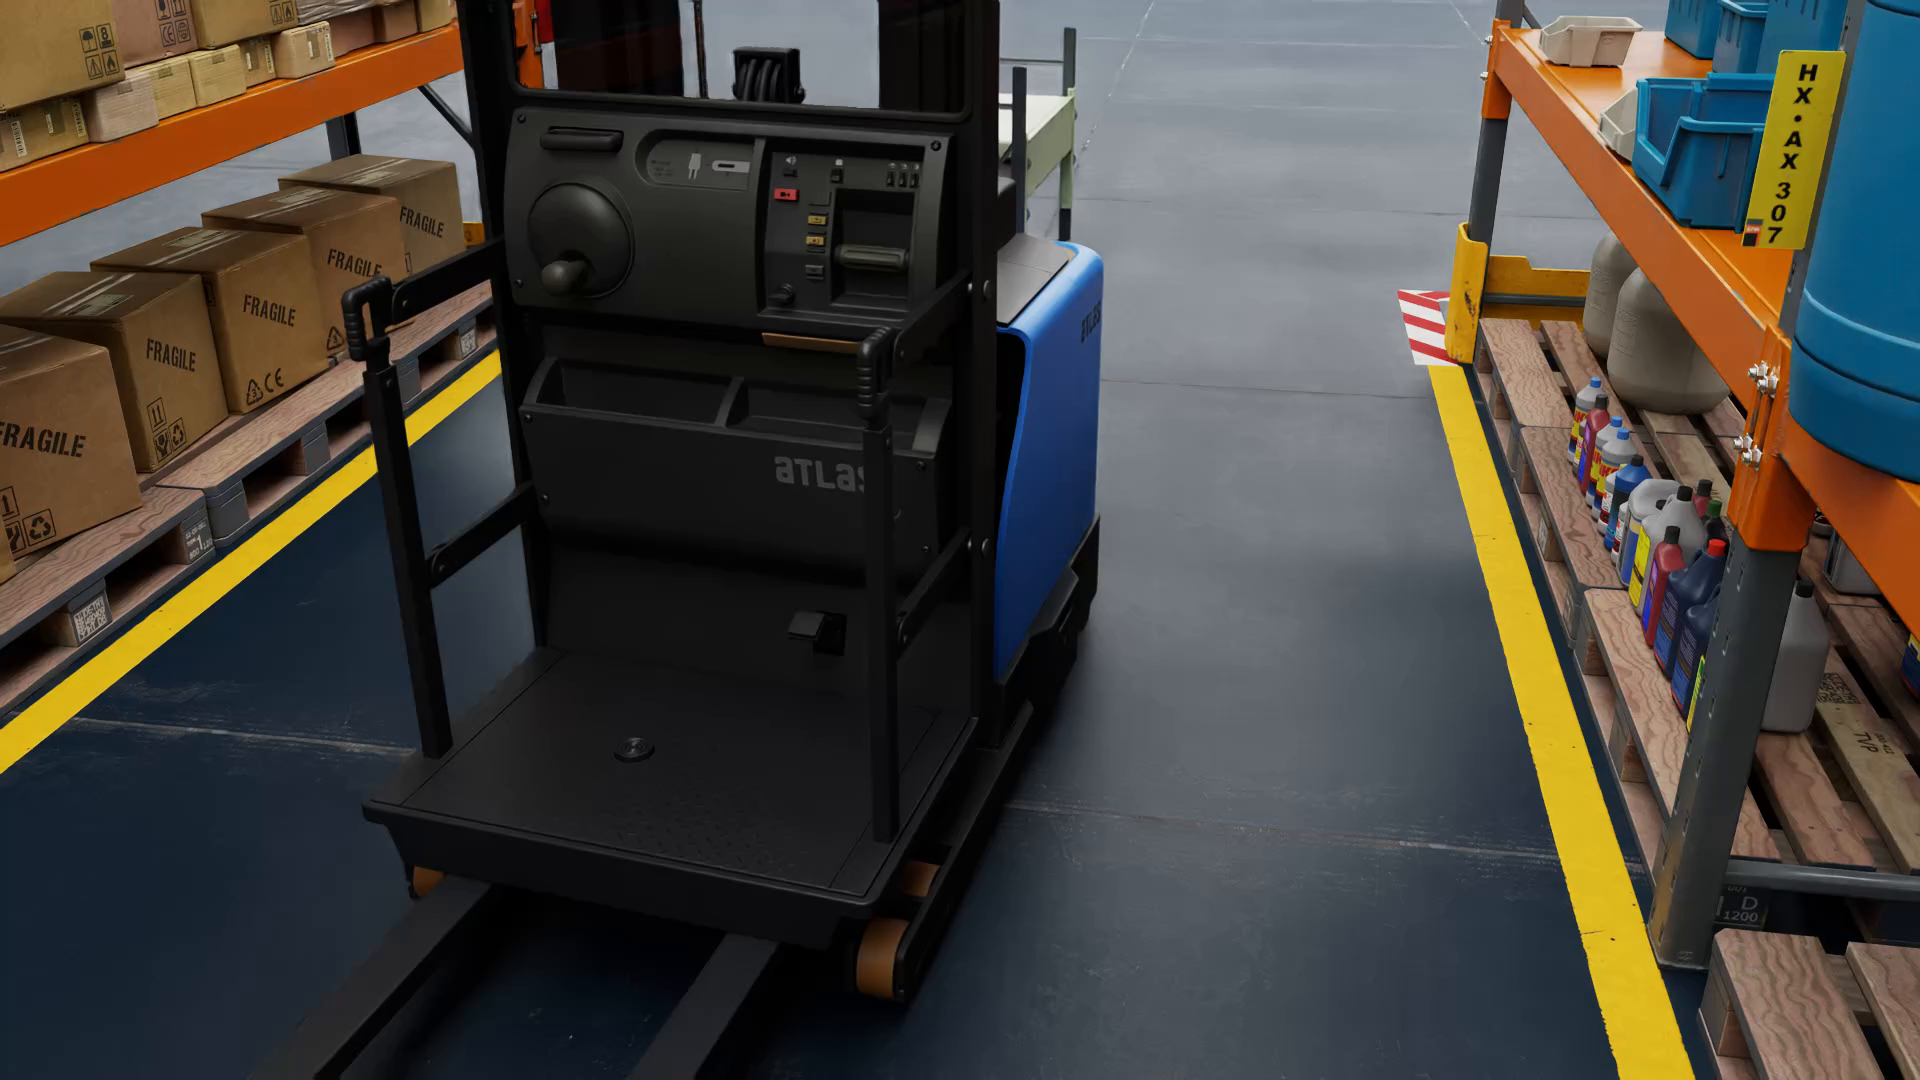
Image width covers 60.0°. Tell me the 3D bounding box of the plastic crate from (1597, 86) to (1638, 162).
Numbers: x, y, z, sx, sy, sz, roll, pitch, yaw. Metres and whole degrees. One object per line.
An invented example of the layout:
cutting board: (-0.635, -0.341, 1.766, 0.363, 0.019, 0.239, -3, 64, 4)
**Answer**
plastic crate: (1.939, -1.054, 4.274, 0.530, 0.136, 0.437, 4, 25, 9)

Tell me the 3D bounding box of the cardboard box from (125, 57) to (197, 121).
cardboard box: (-2.451, -1.299, 4.784, 0.380, 0.149, 0.250, 4, 25, 9)

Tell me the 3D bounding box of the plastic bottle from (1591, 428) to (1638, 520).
plastic bottle: (1.901, -0.191, 4.819, 0.097, 0.271, 0.097, 0, 25, 0)

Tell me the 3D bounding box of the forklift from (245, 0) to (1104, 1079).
forklift: (-0.534, -0.605, 3.085, 1.130, 2.935, 3.031, 8, 26, 16)

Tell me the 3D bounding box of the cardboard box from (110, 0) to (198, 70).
cardboard box: (-2.729, -1.606, 4.675, 0.875, 0.500, 0.500, 4, 25, 9)

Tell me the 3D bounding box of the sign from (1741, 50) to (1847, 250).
sign: (1.383, -0.644, 2.762, 0.100, 0.325, 0.005, 4, 25, 9)

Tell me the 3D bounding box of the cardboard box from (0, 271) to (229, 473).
cardboard box: (-2.748, -0.547, 5.334, 0.500, 0.500, 0.500, 2, 25, 4)

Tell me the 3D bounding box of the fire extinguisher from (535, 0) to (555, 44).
fire extinguisher: (-1.836, -2.473, 7.087, 0.296, 0.674, 0.183, 4, 25, 9)

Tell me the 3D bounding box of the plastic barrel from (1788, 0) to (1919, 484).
plastic barrel: (1.562, -0.563, 2.323, 0.600, 0.901, 0.708, 4, 25, 9)

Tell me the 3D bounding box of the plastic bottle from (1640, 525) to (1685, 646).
plastic bottle: (1.761, 0.114, 4.153, 0.061, 0.283, 0.133, 6, 26, 12)

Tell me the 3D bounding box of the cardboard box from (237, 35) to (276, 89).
cardboard box: (-2.403, -1.511, 5.236, 0.380, 0.149, 0.250, 4, 25, 9)

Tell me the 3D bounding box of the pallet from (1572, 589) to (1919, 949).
pallet: (2.075, 0.509, 3.915, 1.003, 0.211, 1.213, 4, 25, 9)

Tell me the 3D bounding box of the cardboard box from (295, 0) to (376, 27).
cardboard box: (-2.514, -2.021, 5.560, 0.875, 0.500, 0.500, 4, 25, 9)

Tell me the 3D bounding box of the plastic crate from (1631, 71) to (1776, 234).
plastic crate: (1.837, -0.891, 3.790, 0.499, 0.251, 0.616, 4, 25, 9)

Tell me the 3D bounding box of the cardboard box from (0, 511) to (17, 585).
cardboard box: (-2.858, -0.042, 4.255, 0.500, 0.500, 0.500, 3, 25, 7)

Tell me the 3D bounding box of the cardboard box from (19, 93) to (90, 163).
cardboard box: (-2.532, -1.090, 4.337, 0.380, 0.149, 0.250, 4, 25, 9)

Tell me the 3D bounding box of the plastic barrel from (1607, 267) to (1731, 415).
plastic barrel: (2.463, -0.723, 5.695, 0.421, 0.512, 0.421, 0, 25, 0)

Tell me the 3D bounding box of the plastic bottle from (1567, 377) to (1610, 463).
plastic bottle: (1.974, -0.376, 5.215, 0.097, 0.271, 0.097, 0, 25, 0)

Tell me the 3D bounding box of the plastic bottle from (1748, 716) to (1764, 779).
plastic bottle: (1.675, 0.418, 3.600, 0.097, 0.201, 0.097, 0, 25, 0)

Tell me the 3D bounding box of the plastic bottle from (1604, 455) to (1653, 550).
plastic bottle: (1.868, -0.106, 4.638, 0.097, 0.271, 0.097, 0, 25, 0)

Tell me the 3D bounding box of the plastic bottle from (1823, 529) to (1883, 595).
plastic bottle: (2.415, -0.007, 4.421, 0.152, 0.276, 0.135, 4, 25, 9)

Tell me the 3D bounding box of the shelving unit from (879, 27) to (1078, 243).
shelving unit: (0.067, -0.732, 5.045, 0.431, 1.500, 0.755, 6, 26, 13)

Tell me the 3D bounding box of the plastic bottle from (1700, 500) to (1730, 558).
plastic bottle: (1.934, 0.046, 4.298, 0.061, 0.283, 0.133, 4, 25, 9)

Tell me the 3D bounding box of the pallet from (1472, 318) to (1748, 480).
pallet: (2.473, -0.512, 6.095, 1.003, 0.211, 1.213, 4, 25, 9)

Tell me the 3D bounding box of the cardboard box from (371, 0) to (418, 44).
cardboard box: (-2.240, -1.929, 6.129, 0.380, 0.149, 0.250, 4, 25, 9)

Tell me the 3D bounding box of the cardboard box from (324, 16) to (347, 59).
cardboard box: (-2.340, -1.721, 5.685, 0.380, 0.149, 0.250, 4, 25, 9)

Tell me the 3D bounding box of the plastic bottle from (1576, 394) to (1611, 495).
plastic bottle: (1.919, -0.288, 5.013, 0.061, 0.283, 0.133, 4, 25, 9)

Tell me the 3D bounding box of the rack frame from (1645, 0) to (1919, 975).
rack frame: (1.924, -0.476, 2.730, 1.000, 3.000, 0.127, 4, 25, 9)

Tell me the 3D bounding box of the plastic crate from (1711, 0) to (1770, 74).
plastic crate: (2.679, -1.581, 5.264, 0.499, 0.251, 0.408, 4, 25, 9)

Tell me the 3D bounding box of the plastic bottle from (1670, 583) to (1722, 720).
plastic bottle: (1.745, 0.235, 3.816, 0.144, 0.351, 0.185, 3, 25, 7)

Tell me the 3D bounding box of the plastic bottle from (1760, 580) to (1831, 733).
plastic bottle: (1.887, 0.245, 3.795, 0.144, 0.351, 0.185, 4, 25, 9)

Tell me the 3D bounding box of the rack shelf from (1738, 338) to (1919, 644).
rack shelf: (1.597, 0.686, 1.095, 1.077, 0.370, 4.000, 4, 25, 9)

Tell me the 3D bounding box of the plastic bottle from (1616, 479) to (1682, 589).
plastic bottle: (1.859, -0.014, 4.436, 0.152, 0.276, 0.135, 4, 25, 9)

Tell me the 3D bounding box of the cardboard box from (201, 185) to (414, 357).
cardboard box: (-2.491, -1.038, 6.383, 0.500, 0.500, 0.500, 11, 27, 22)

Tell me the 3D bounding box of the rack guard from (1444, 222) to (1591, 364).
rack guard: (2.611, -0.982, 6.759, 1.175, 0.500, 0.348, 4, 25, 9)

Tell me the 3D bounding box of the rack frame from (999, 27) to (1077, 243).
rack frame: (0.155, -0.883, 5.367, 0.400, 1.500, 0.023, 6, 26, 13)

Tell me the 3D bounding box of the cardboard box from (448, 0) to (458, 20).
cardboard box: (-2.193, -2.141, 6.581, 0.380, 0.149, 0.250, 4, 25, 9)

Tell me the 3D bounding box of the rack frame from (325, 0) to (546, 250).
rack frame: (-2.309, -2.493, 7.037, 1.000, 3.000, 0.127, 4, 25, 9)

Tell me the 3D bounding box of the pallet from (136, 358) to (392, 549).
pallet: (-2.691, -0.352, 5.752, 1.003, 0.211, 1.213, 4, 25, 9)
